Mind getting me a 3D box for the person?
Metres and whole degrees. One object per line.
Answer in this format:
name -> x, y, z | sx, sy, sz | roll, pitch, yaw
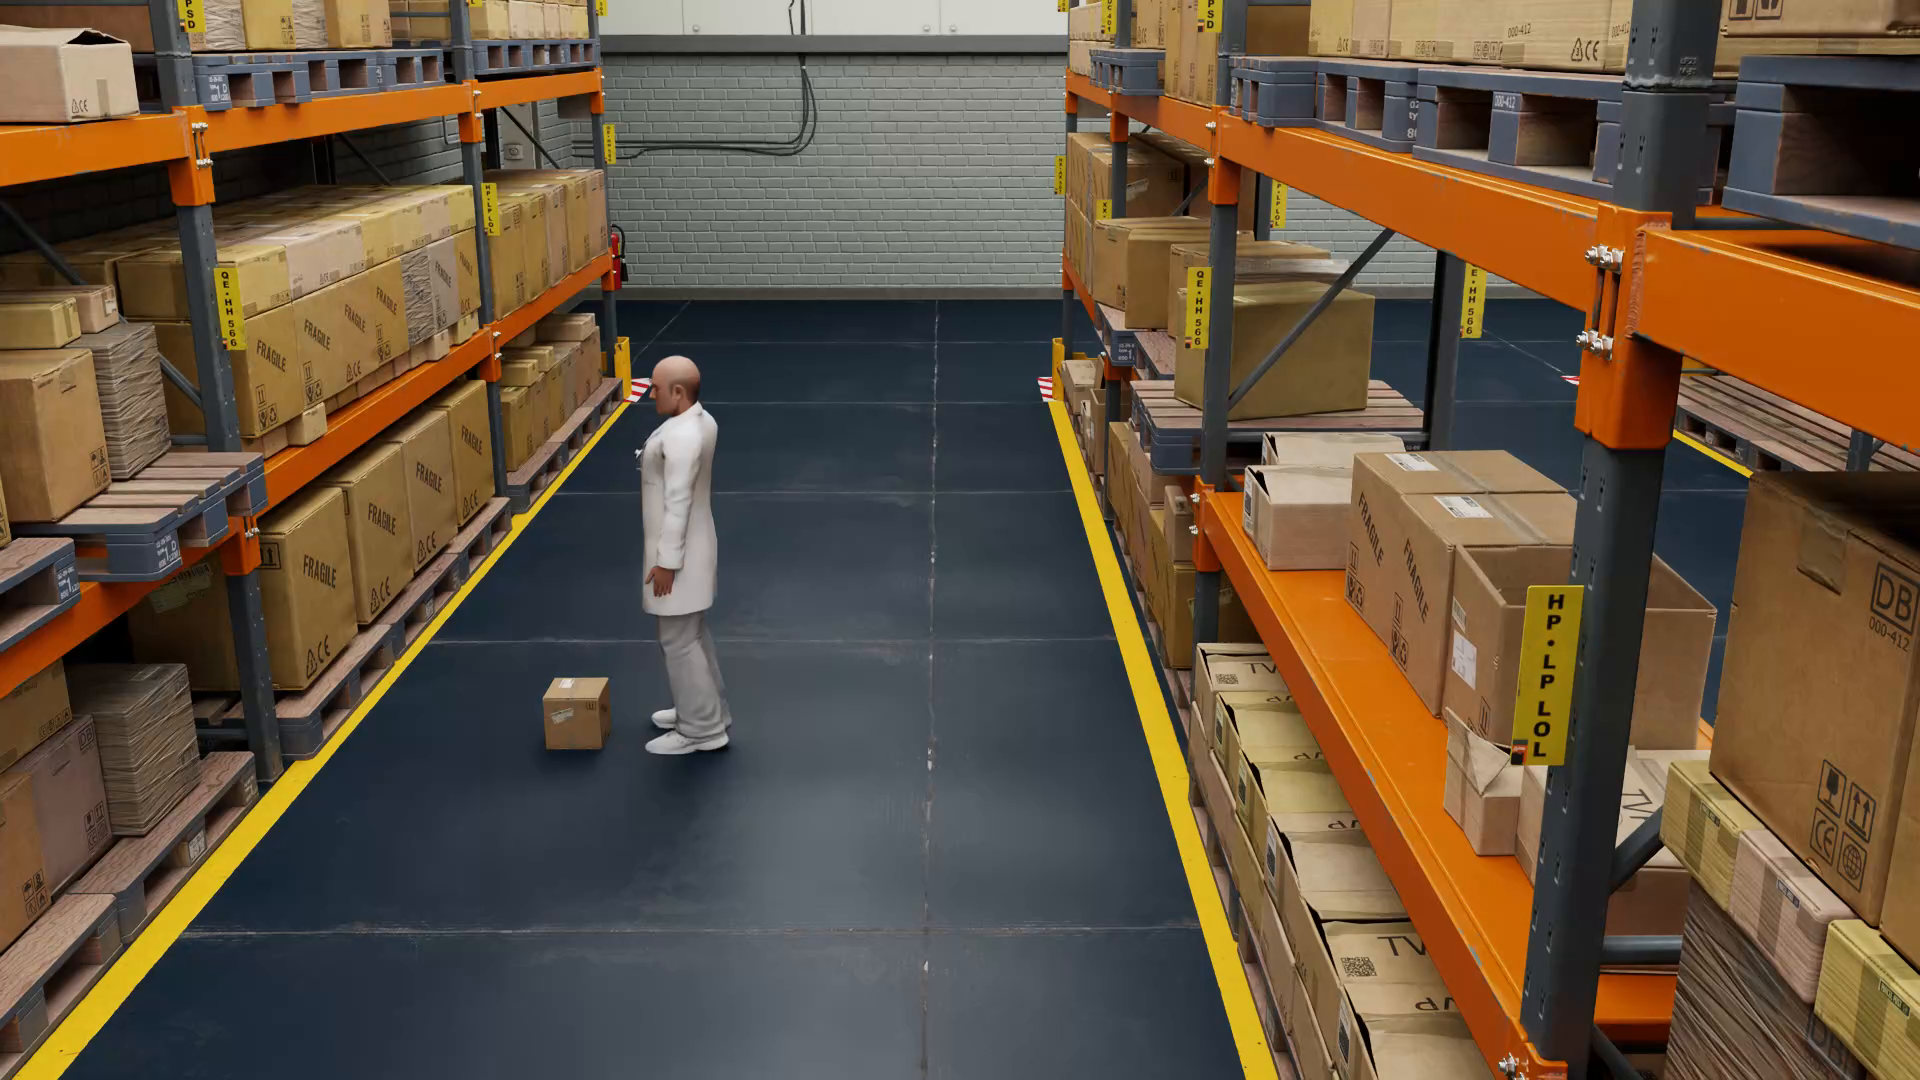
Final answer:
person -> -1.243, 0.073, 7.368 | 0.395, 1.793, 0.563 | 0, 17, 0
